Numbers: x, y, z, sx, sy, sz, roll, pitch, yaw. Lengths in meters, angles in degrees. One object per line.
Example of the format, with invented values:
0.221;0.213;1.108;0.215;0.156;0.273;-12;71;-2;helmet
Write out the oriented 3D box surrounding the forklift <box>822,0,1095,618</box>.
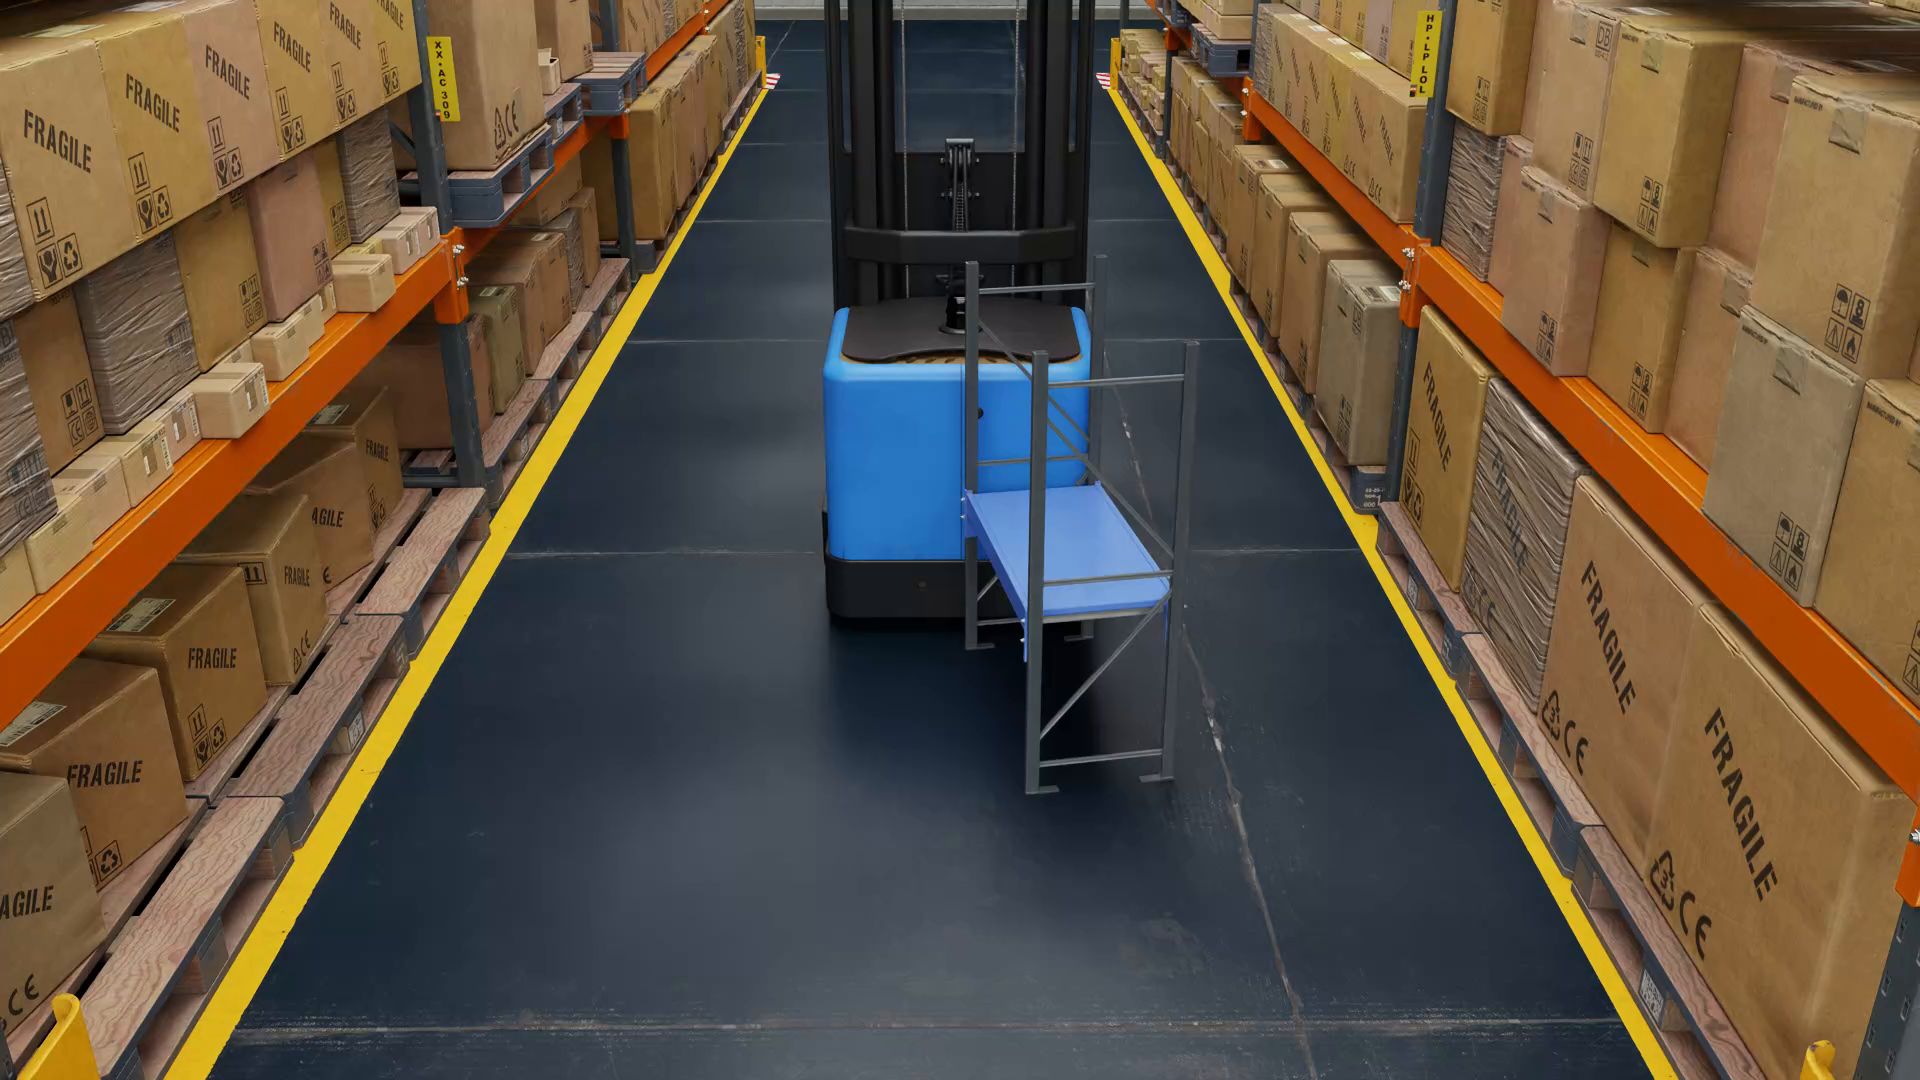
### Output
-0.004;-1.595;7.220;1.130;2.935;3.031;0;24;0;forklift

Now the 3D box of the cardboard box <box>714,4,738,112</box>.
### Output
-2.622;-4.592;15.832;0.875;0.875;0.875;0;24;-1;cardboard box

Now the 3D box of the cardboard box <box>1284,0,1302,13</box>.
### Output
2.315;-3.374;9.736;0.700;0.500;0.500;0;24;-1;cardboard box

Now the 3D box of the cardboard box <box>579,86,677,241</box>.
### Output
-2.628;-2.585;11.394;1.225;0.875;0.875;-1;24;-3;cardboard box

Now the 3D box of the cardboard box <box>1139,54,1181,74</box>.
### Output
1.924;-4.552;15.903;0.380;0.149;0.250;-1;24;-2;cardboard box

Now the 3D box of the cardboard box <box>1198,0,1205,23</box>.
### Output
1.852;-3.647;11.469;0.380;0.149;0.250;-1;24;-1;cardboard box

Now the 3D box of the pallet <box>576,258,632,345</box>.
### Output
-2.634;-1.485;10.277;1.003;0.211;1.213;0;24;-1;pallet

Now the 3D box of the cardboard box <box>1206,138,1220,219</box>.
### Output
2.049;-2.594;11.870;0.500;0.500;0.500;1;24;2;cardboard box

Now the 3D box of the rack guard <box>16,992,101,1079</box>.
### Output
-2.554;1.327;3.710;1.175;0.500;0.348;0;24;-1;rack guard

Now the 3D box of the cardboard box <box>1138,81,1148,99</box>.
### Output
1.948;-4.392;16.271;0.380;0.149;0.250;0;24;-1;cardboard box

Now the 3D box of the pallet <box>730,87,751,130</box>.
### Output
-2.631;-4.273;16.441;1.003;0.211;1.213;0;24;-1;pallet

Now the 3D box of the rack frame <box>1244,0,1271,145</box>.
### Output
2.320;-3.058;10.371;1.000;3.000;0.127;0;24;-1;rack frame

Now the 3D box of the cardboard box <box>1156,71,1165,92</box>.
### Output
1.970;-4.120;14.948;0.380;0.149;0.250;0;24;0;cardboard box

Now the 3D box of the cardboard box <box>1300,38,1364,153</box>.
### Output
2.071;-2.295;8.562;0.500;0.500;0.500;-1;24;-1;cardboard box

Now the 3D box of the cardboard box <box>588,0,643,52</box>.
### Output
-2.374;-3.324;10.839;0.500;0.500;0.500;0;24;1;cardboard box

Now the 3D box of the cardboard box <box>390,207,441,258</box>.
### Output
-2.301;-1.227;6.629;0.380;0.149;0.250;0;24;-1;cardboard box

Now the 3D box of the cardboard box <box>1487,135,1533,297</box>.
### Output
2.408;-1.100;5.859;0.875;0.550;0.550;0;24;-1;cardboard box

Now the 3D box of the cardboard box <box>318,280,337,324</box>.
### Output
-2.380;-0.815;5.717;0.380;0.149;0.250;0;24;-1;cardboard box

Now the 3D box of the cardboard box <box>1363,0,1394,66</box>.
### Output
2.339;-2.536;7.882;0.700;0.500;0.500;0;24;0;cardboard box

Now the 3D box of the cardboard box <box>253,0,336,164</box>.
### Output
-2.306;-1.469;5.163;0.500;0.500;0.500;0;24;-1;cardboard box

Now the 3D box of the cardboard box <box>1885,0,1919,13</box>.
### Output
6.974;-3.902;11.813;0.500;0.250;0.500;-1;24;-2;cardboard box

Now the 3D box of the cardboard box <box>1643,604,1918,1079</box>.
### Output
2.334;0.736;4.051;0.875;0.875;0.875;0;24;0;cardboard box

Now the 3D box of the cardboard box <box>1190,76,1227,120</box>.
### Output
2.030;-3.365;12.664;0.500;0.250;0.500;1;24;1;cardboard box

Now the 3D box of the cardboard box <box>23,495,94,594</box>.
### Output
-2.290;0.009;3.895;0.380;0.149;0.250;0;24;-1;cardboard box

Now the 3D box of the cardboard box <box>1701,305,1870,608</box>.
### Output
2.330;-0.209;3.890;0.875;0.550;0.550;0;24;-1;cardboard box

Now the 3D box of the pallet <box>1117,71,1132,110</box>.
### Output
2.207;-4.718;17.425;1.003;0.211;1.213;0;24;-1;pallet

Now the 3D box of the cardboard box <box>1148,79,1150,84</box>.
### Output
2.009;-4.404;15.935;0.380;0.149;0.250;-1;24;-3;cardboard box

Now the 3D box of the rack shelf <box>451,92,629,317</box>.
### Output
-2.619;-1.925;8.740;1.077;0.370;4.000;0;24;-1;rack shelf

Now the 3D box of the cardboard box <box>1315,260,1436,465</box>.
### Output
2.267;-0.831;7.669;1.050;0.750;0.750;0;24;-1;cardboard box

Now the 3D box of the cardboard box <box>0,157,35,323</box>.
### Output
-2.287;-0.645;3.341;0.500;0.500;0.500;0;24;-1;cardboard box

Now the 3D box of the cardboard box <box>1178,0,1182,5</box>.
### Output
1.840;-4.081;12.428;0.380;0.149;0.250;-1;24;-2;cardboard box

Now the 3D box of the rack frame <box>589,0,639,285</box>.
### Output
-2.641;-3.077;10.414;1.000;3.000;0.127;0;24;-1;rack frame

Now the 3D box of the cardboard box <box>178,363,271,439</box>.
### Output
-2.238;-0.403;4.807;0.380;0.149;0.250;0;24;-1;cardboard box

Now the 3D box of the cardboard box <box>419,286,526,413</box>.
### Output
-2.569;-0.940;8.189;0.700;0.500;0.500;0;24;-1;cardboard box

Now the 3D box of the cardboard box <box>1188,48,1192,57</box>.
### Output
2.457;-4.764;16.372;0.380;0.149;0.250;-1;24;-2;cardboard box

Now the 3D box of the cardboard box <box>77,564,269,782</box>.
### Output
-2.572;0.405;5.238;0.500;0.500;0.500;2;24;4;cardboard box

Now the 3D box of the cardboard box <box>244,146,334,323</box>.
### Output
-2.578;-1.013;5.367;0.875;0.500;0.500;0;24;-1;cardboard box

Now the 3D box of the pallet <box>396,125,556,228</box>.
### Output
-2.460;-1.657;7.507;1.003;0.211;1.213;0;24;-1;pallet

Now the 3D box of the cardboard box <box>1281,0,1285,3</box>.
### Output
2.500;-3.866;11.954;0.380;0.149;0.250;0;24;0;cardboard box

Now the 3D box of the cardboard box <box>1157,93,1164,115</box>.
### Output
1.955;-3.863;14.739;0.380;0.149;0.250;0;24;0;cardboard box

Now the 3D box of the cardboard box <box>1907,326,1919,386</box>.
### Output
2.442;-0.475;3.168;0.875;0.550;0.550;0;24;-1;cardboard box

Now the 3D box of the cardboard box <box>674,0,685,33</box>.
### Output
-2.395;-4.160;12.688;0.500;0.500;0.500;-1;24;-1;cardboard box

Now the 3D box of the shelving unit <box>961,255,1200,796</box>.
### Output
0.362;-0.083;5.614;0.538;1.500;1.048;-5;25;-10;shelving unit

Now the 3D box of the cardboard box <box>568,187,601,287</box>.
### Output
-2.614;-1.863;10.228;0.700;0.500;0.500;-2;24;-3;cardboard box

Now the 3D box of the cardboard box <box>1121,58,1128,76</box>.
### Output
1.918;-5.030;17.680;0.380;0.149;0.250;0;24;1;cardboard box

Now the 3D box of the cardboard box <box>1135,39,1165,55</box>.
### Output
1.982;-4.981;16.852;0.380;0.149;0.250;-1;24;-3;cardboard box

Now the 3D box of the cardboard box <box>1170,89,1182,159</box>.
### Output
2.019;-3.453;13.768;0.500;0.500;0.500;1;24;1;cardboard box

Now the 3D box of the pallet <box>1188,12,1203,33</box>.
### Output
2.257;-3.786;12.214;1.003;0.211;1.213;0;24;-1;pallet

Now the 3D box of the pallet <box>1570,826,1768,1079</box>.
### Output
2.320;1.180;4.385;1.003;0.211;1.213;0;24;-1;pallet

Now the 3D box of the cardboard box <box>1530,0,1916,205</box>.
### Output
2.324;-1.369;5.144;0.875;0.550;0.550;0;24;-1;cardboard box

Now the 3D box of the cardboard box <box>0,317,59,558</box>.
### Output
-2.532;-0.189;3.545;0.875;0.500;0.500;0;24;-1;cardboard box

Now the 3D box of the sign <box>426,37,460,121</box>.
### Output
-2.055;-1.829;6.604;0.100;0.325;0.005;0;24;-1;sign

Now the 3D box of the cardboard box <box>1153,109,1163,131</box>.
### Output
1.931;-3.759;14.871;0.380;0.149;0.250;0;24;0;cardboard box

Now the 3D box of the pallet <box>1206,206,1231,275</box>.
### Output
2.313;-2.109;11.658;1.003;0.211;1.213;0;24;-1;pallet

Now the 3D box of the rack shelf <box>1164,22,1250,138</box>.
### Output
2.298;-3.554;12.342;1.077;0.370;4.000;0;24;-1;rack shelf
